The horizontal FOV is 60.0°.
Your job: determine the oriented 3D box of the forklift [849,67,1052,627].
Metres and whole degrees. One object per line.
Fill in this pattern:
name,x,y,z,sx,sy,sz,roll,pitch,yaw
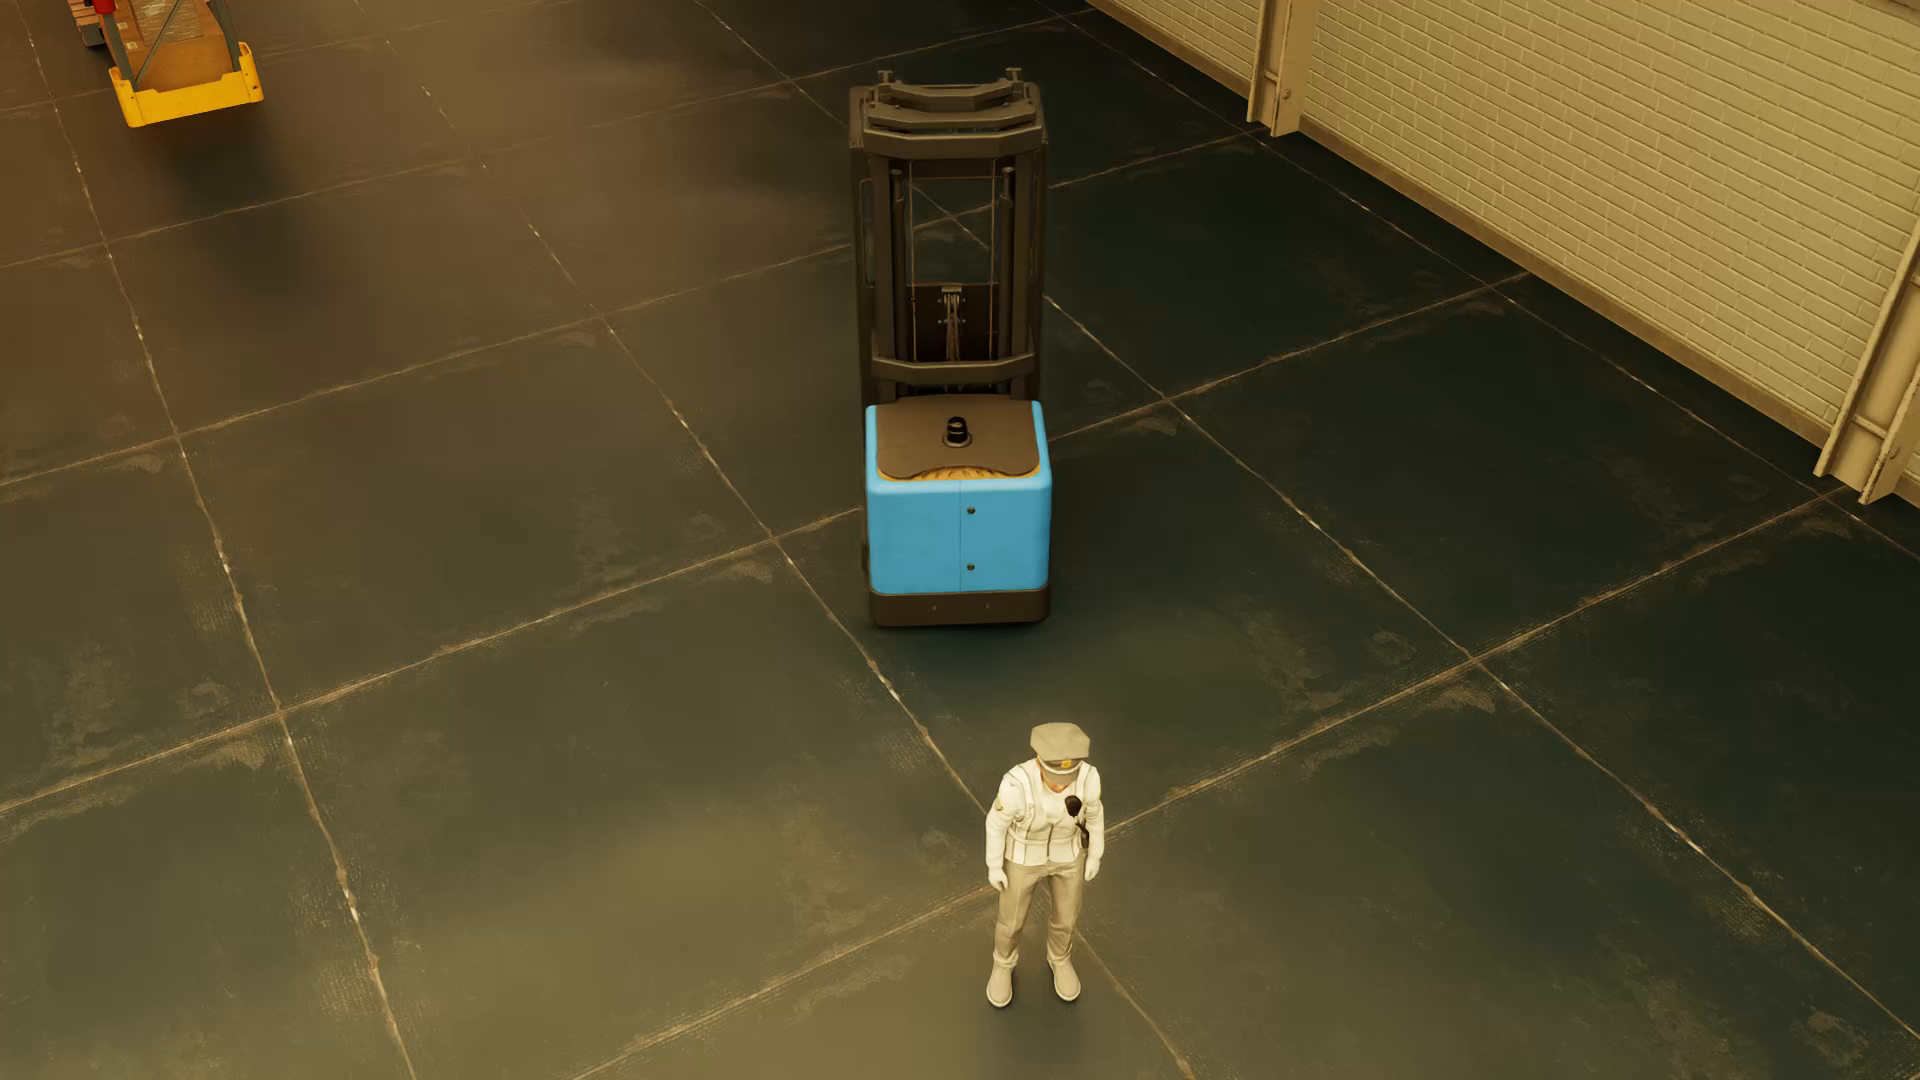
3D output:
forklift,-0.073,-1.551,9.906,1.130,2.935,3.031,-2,40,-2

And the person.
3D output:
person,0.376,1.411,7.331,0.529,1.662,0.376,-5,40,-6
